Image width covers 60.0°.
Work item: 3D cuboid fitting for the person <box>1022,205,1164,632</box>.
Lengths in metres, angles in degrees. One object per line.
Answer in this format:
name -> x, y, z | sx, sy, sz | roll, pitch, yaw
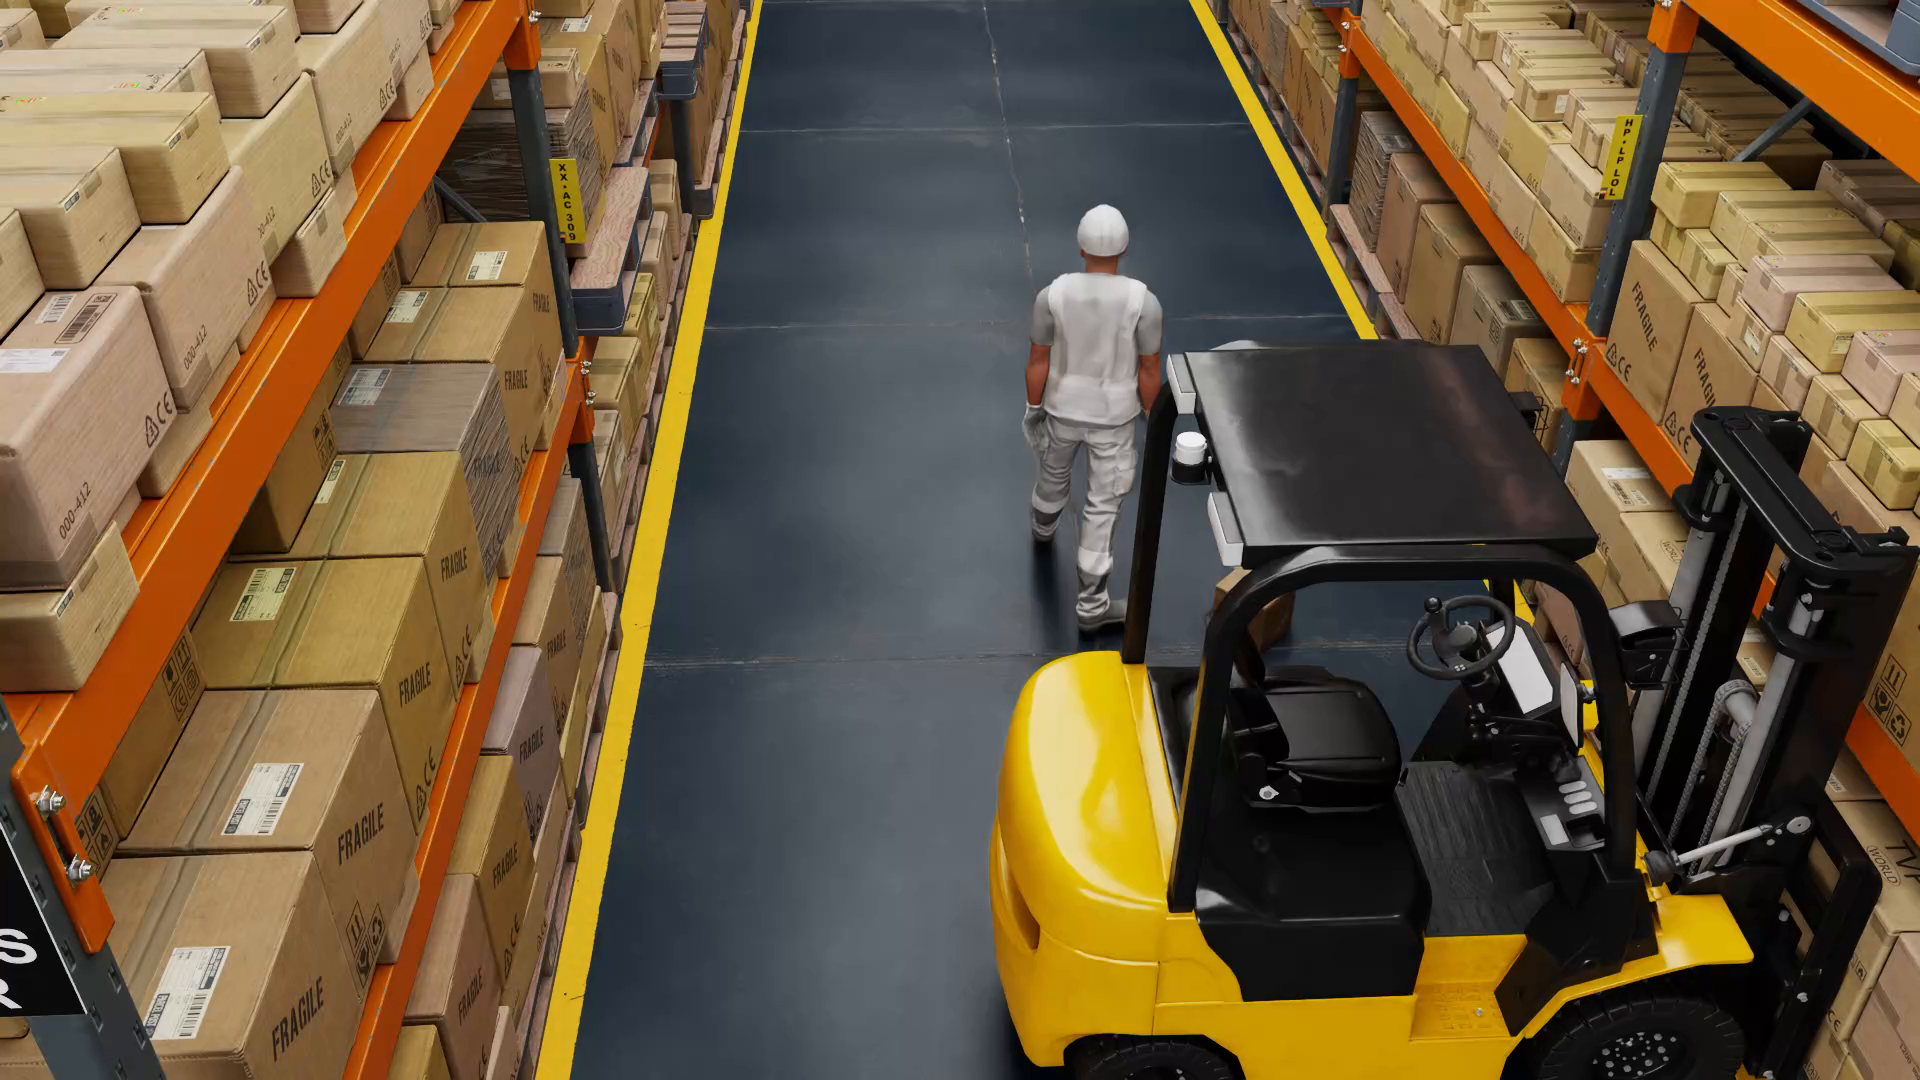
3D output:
person -> 0.528, -0.576, 6.940 | 0.645, 1.750, 0.890 | 10, 36, 14
